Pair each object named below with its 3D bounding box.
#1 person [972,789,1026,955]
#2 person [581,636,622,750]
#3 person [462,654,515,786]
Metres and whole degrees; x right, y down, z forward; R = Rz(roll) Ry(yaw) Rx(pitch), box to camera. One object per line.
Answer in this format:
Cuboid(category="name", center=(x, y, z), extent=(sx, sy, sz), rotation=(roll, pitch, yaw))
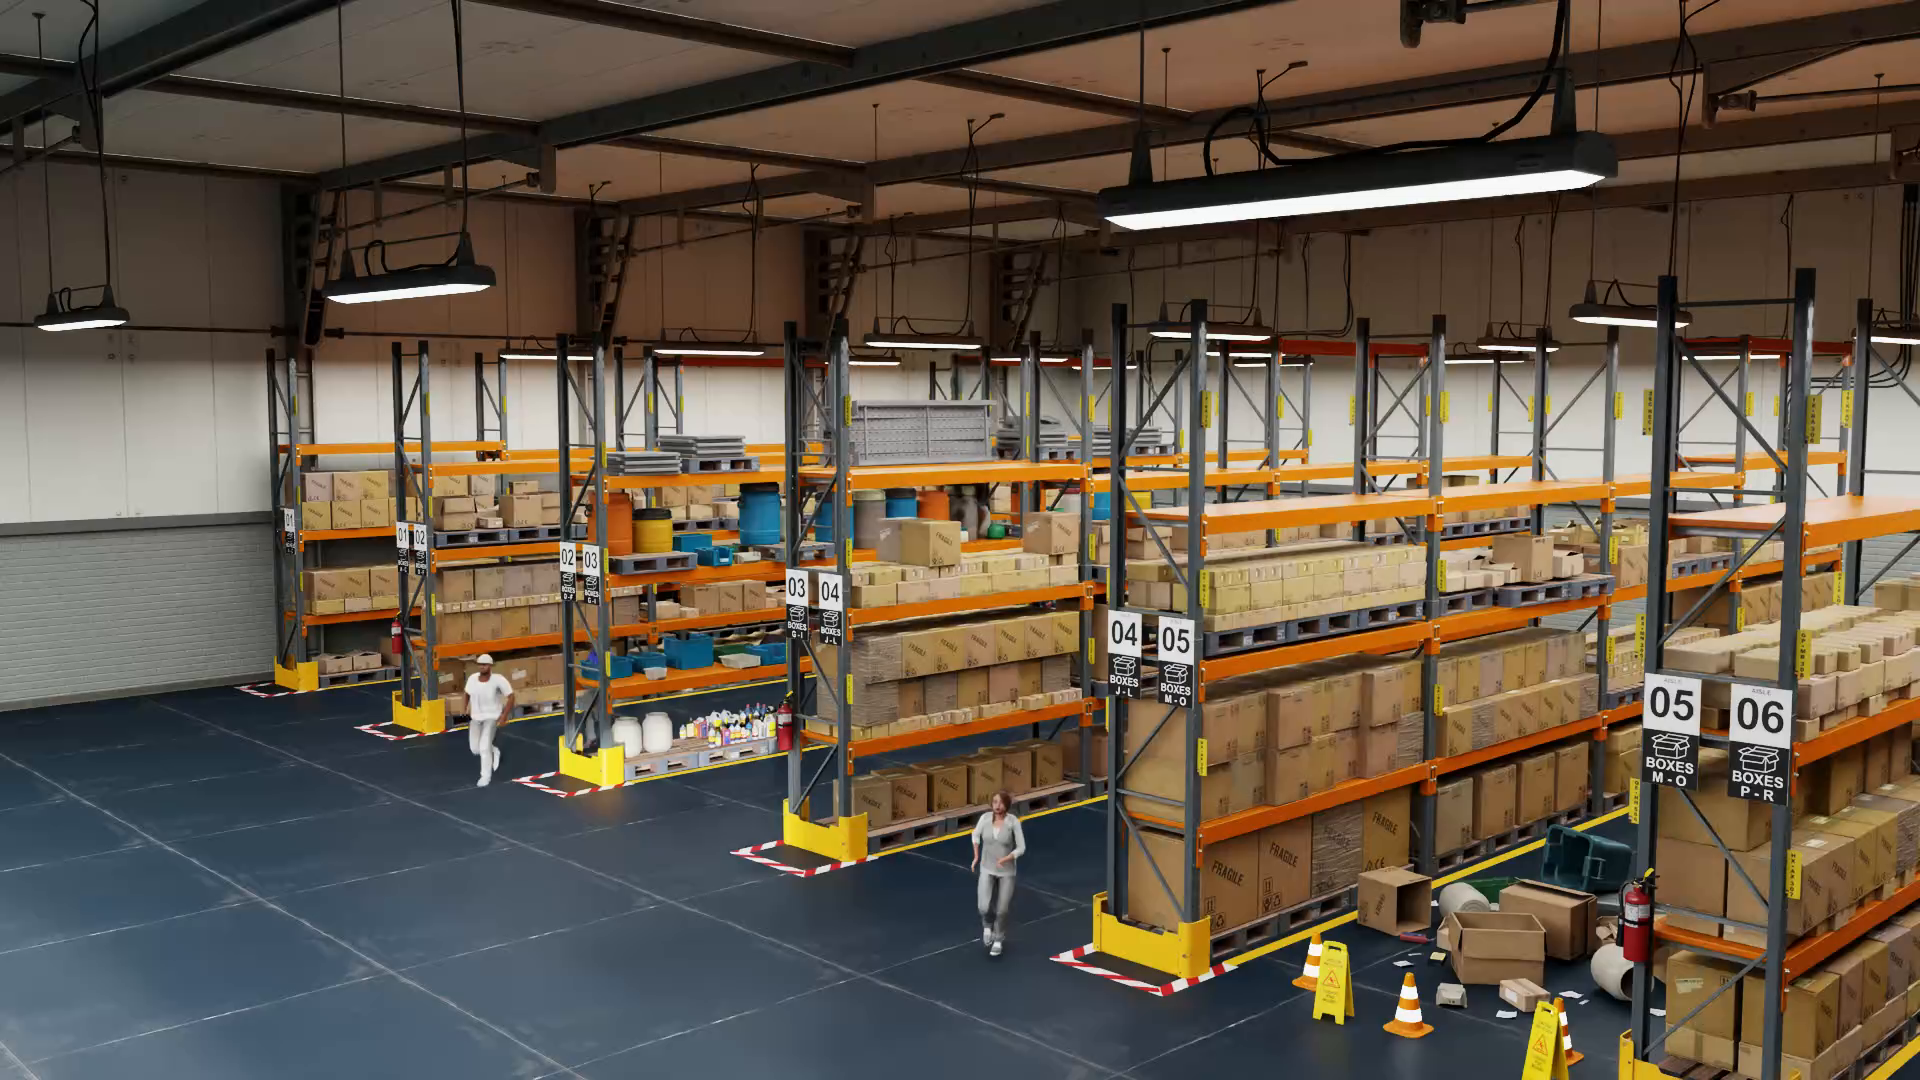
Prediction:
Cuboid(category="person", center=(0.335, 3.067, 15.268), extent=(0.529, 1.561, 0.540), rotation=(1, 5, 10))
Cuboid(category="person", center=(-5.350, 2.236, 24.629), extent=(0.578, 1.648, 0.792), rotation=(3, 6, 30))
Cuboid(category="person", center=(-6.340, 2.384, 22.296), extent=(0.737, 1.735, 0.610), rotation=(1, 5, 16))
